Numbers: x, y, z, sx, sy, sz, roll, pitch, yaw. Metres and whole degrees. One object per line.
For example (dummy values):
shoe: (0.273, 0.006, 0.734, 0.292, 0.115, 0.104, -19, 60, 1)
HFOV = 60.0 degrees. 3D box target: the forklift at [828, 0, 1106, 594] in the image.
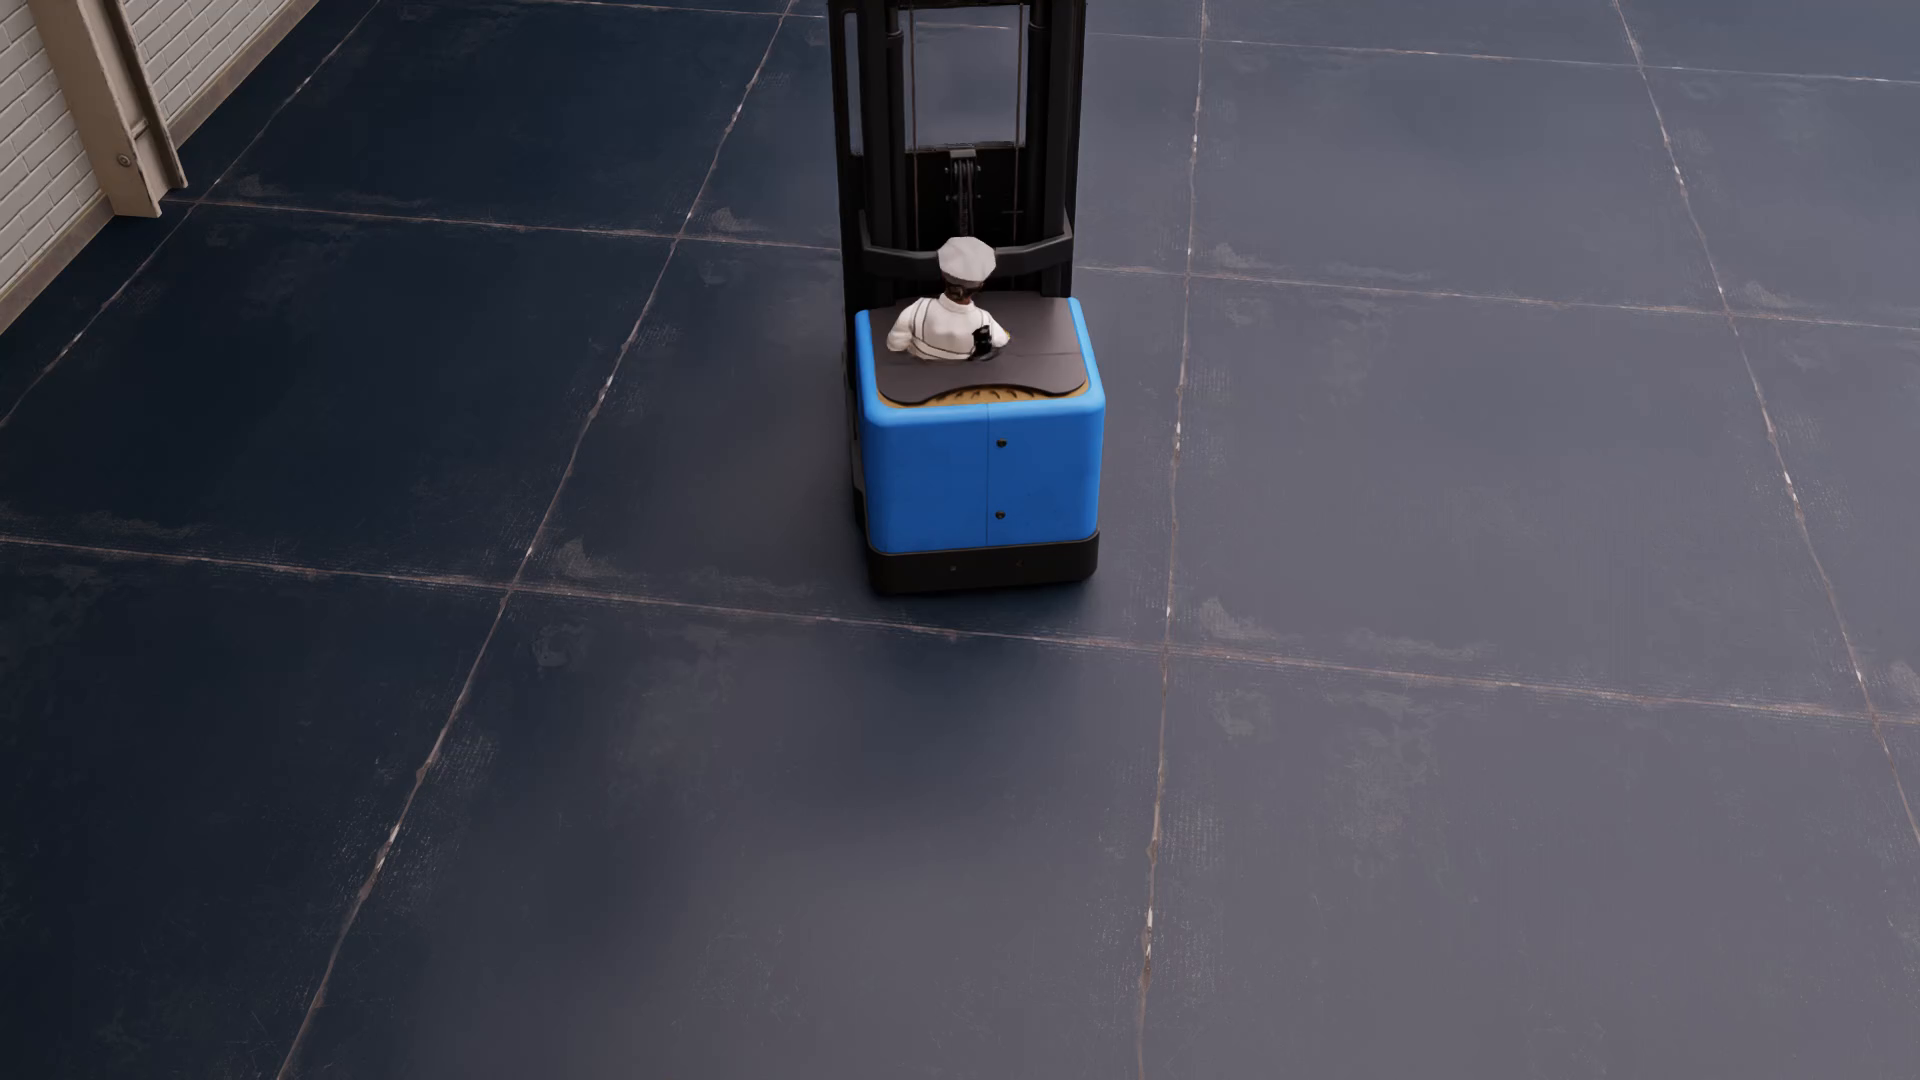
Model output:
forklift: (-0.038, -1.831, 7.718, 1.130, 2.935, 3.031, -4, 43, -4)

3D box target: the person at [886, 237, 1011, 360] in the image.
person: (-0.006, -0.711, 7.496, 0.775, 1.508, 0.521, 2, 43, 2)
